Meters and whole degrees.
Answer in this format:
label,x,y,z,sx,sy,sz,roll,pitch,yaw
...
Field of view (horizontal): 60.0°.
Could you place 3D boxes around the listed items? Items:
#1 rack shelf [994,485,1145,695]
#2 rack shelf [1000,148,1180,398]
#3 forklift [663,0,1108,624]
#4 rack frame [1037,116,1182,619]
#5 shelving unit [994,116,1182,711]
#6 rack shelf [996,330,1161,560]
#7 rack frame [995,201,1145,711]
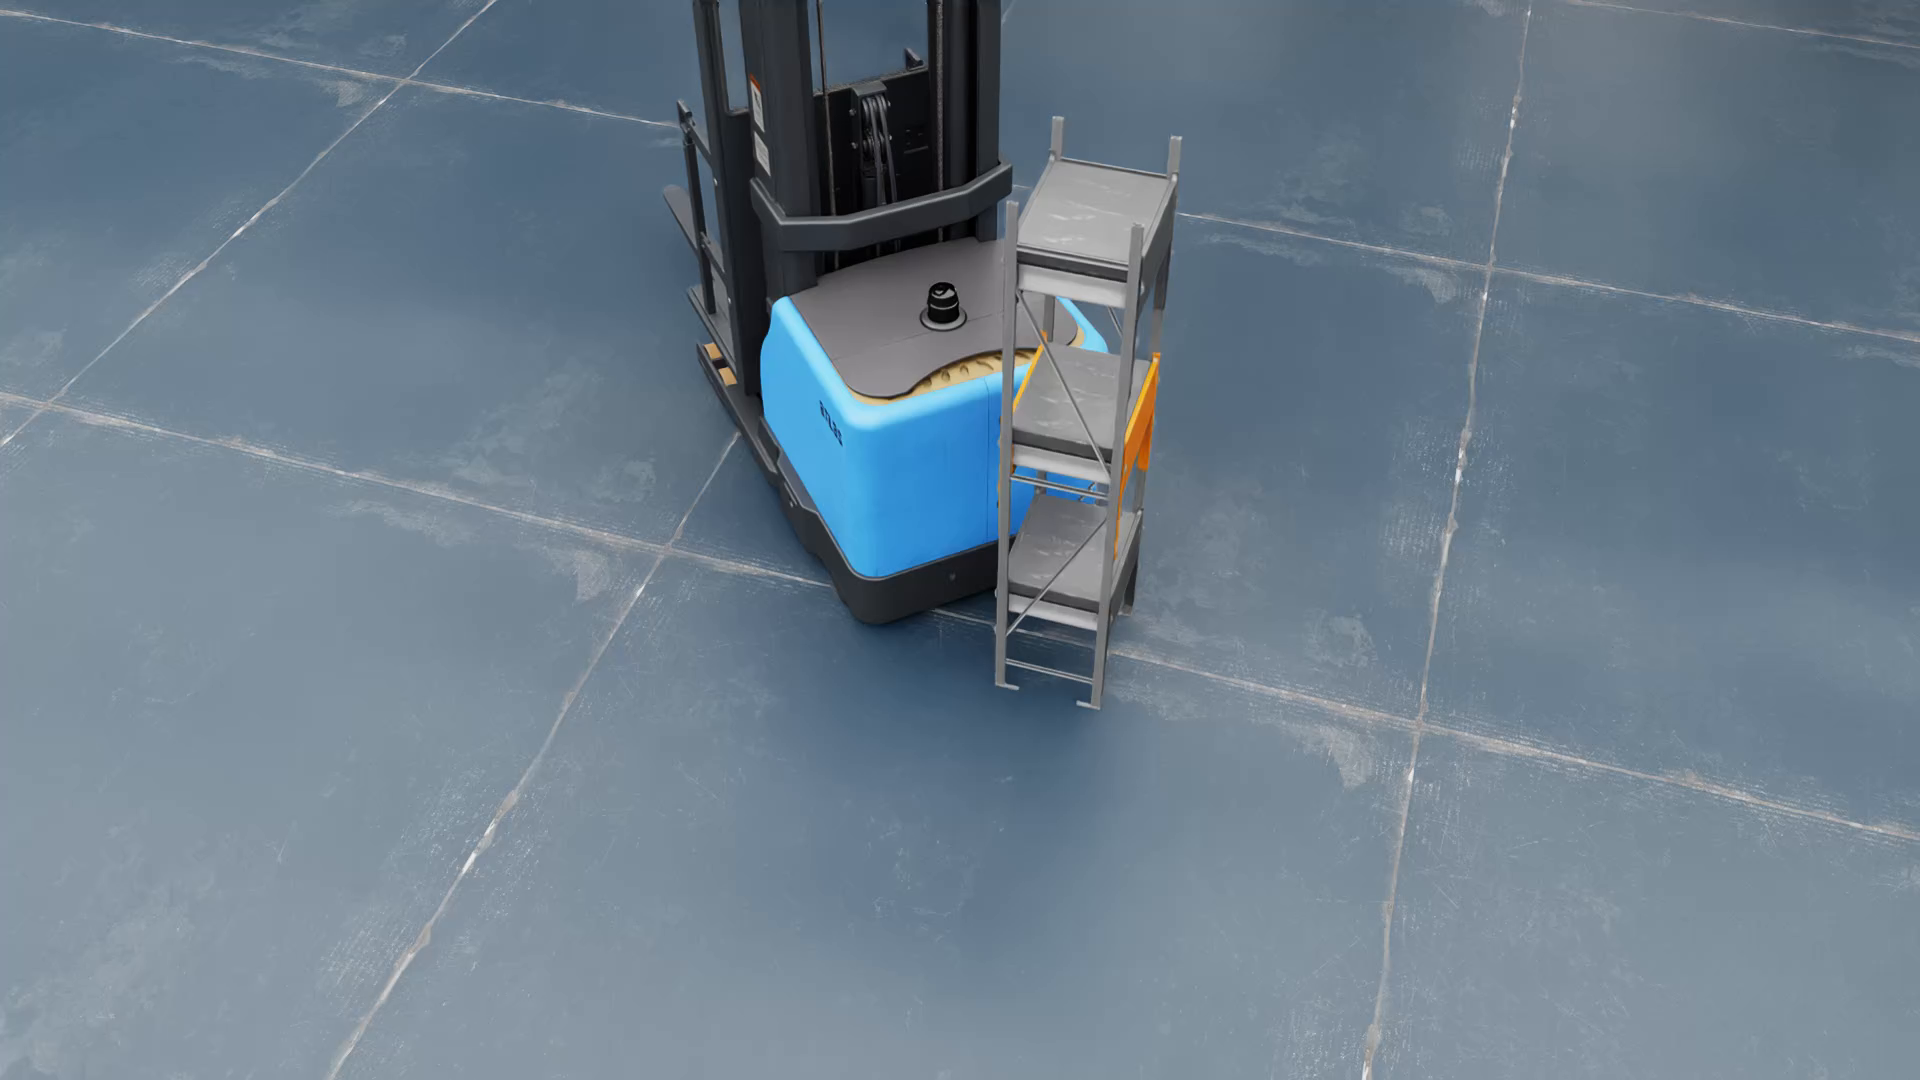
label,x,y,z,sx,sy,sz,roll,pitch,yaw
rack shelf,0.399,0.179,6.087,0.431,0.518,0.480,13,46,13
rack shelf,0.399,-0.822,5.107,0.431,0.518,0.480,13,46,13
forklift,-0.528,-1.767,6.460,1.130,2.935,3.031,-18,47,-17
rack frame,0.473,-0.494,5.754,0.400,2.100,0.015,13,46,13
shelving unit,0.399,-0.331,5.587,0.431,2.100,0.503,13,46,13
rack shelf,0.399,-0.322,5.597,0.431,0.518,0.480,13,46,13
rack frame,0.324,-0.169,5.421,0.400,2.100,0.015,13,46,13
